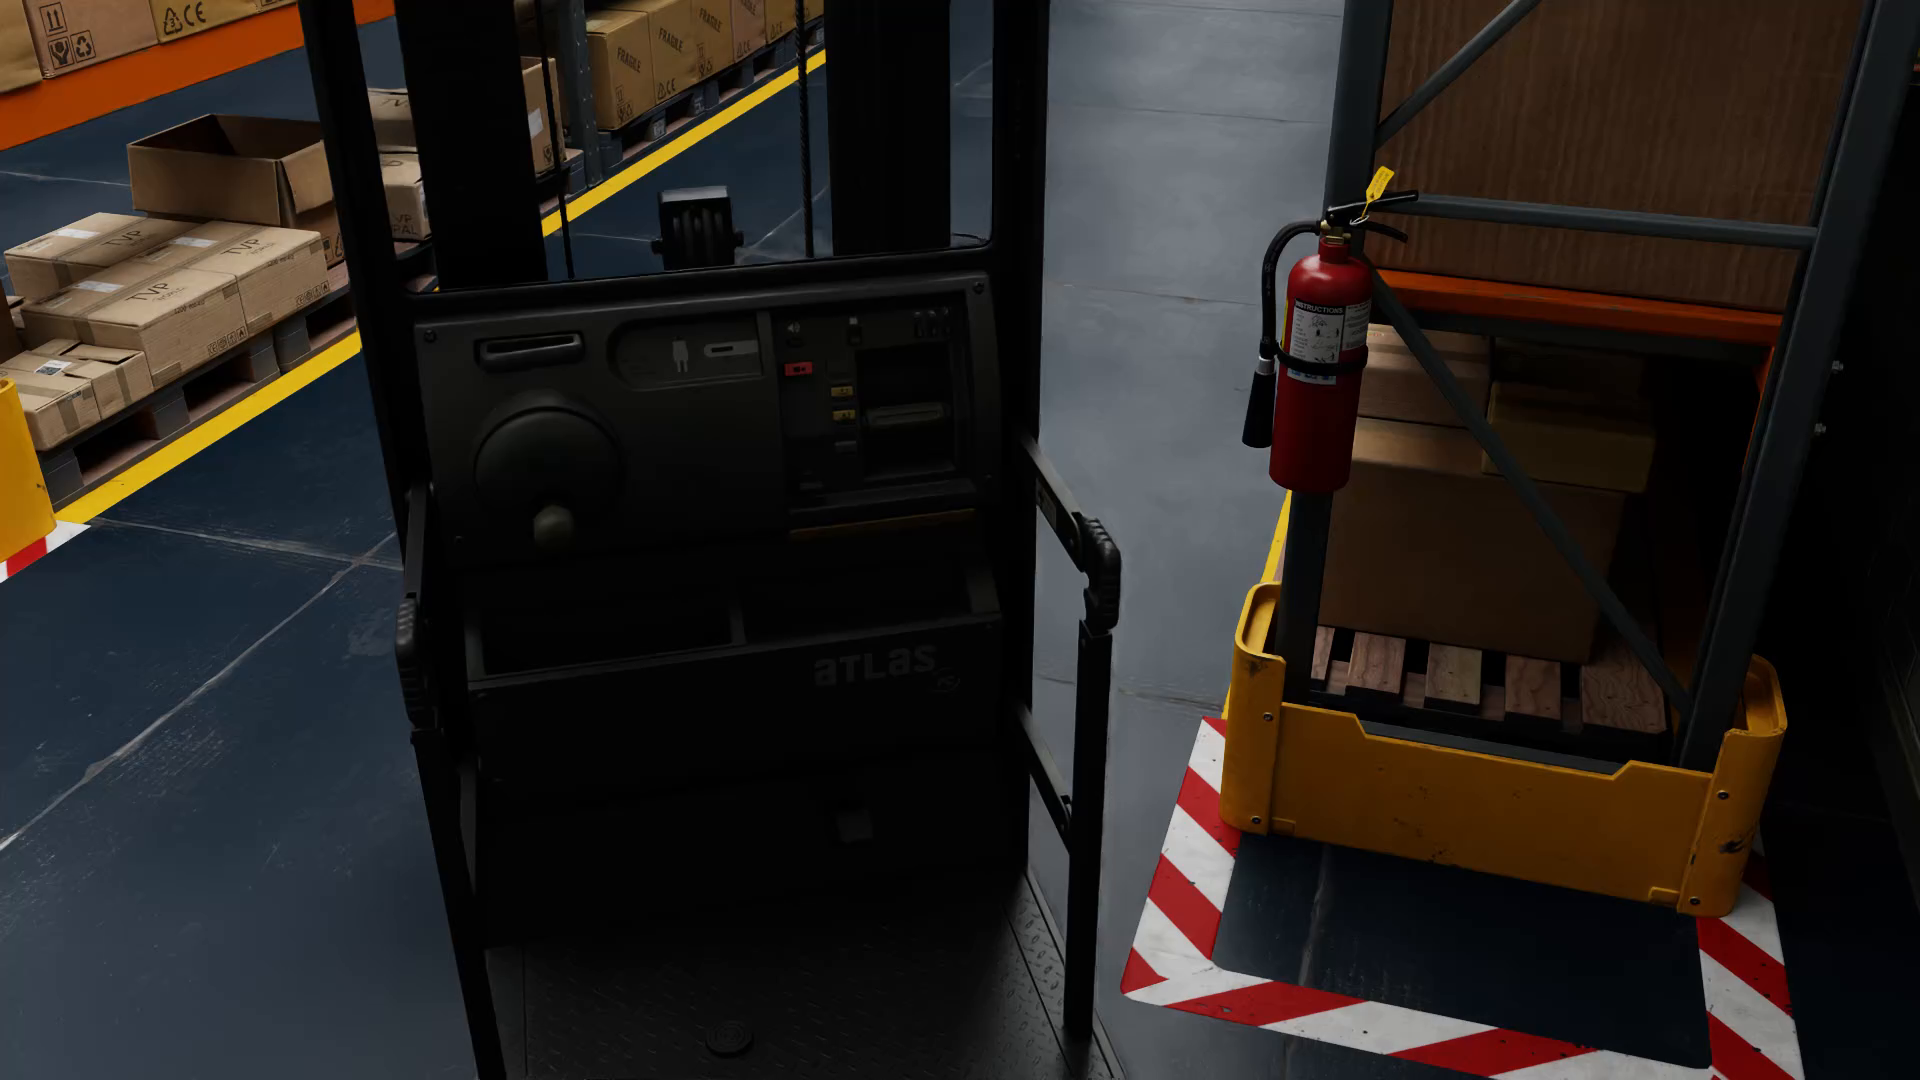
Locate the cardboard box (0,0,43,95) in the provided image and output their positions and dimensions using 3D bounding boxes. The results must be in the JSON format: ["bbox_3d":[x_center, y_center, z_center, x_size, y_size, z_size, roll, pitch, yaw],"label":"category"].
[{"bbox_3d":[-3.123,-1.547,4.842,0.500,0.500,0.500,9,30,16],"label":"cardboard box"}]

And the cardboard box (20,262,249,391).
[{"bbox_3d":[-2.928,-0.770,5.924,0.500,0.250,0.500,8,30,15],"label":"cardboard box"}]

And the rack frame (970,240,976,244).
[{"bbox_3d":[-0.052,-0.377,4.848,0.200,1.050,0.008,8,30,15],"label":"rack frame"}]

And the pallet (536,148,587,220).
[{"bbox_3d":[-2.534,-1.656,8.009,1.003,0.211,1.213,8,30,15],"label":"pallet"}]

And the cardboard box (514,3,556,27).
[{"bbox_3d":[-2.461,-2.563,8.891,0.500,0.500,0.500,8,30,15],"label":"cardboard box"}]

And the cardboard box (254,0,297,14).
[{"bbox_3d":[-2.679,-2.252,6.110,0.500,0.500,0.500,9,30,16],"label":"cardboard box"}]

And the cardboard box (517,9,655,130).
[{"bbox_3d":[-1.957,-2.483,8.747,0.500,0.500,0.500,7,30,13],"label":"cardboard box"}]

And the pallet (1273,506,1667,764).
[{"bbox_3d":[1.391,0.207,4.662,1.003,0.211,1.213,8,30,15],"label":"pallet"}]

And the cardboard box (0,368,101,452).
[{"bbox_3d":[-3.054,-0.426,5.411,0.380,0.149,0.250,8,30,15],"label":"cardboard box"}]

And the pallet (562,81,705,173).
[{"bbox_3d":[-2.129,-2.358,9.272,1.003,0.211,1.213,8,30,15],"label":"pallet"}]

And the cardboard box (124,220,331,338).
[{"bbox_3d":[-2.781,-1.002,6.342,0.500,0.250,0.500,8,30,15],"label":"cardboard box"}]

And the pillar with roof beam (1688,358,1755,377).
[{"bbox_3d":[-1.089,-5.275,5.476,9.100,9.000,0.400,8,30,15],"label":"pillar with roof beam"}]

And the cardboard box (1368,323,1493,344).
[{"bbox_3d":[1.279,-0.548,4.622,0.380,0.149,0.250,9,30,16],"label":"cardboard box"}]

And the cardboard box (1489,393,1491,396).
[{"bbox_3d":[1.488,-0.293,4.830,0.700,0.500,0.500,8,30,15],"label":"cardboard box"}]

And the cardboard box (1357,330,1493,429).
[{"bbox_3d":[1.204,-0.429,4.408,0.380,0.149,0.250,8,30,14],"label":"cardboard box"}]

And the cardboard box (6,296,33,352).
[{"bbox_3d":[-3.377,-0.752,5.978,0.380,0.166,0.250,8,30,15],"label":"cardboard box"}]

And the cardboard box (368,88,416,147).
[{"bbox_3d":[-2.662,-2.046,8.156,0.500,0.311,0.500,8,30,15],"label":"cardboard box"}]

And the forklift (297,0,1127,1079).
[{"bbox_3d":[-0.337,-0.165,2.531,1.130,2.935,3.031,-7,30,-12],"label":"forklift"}]

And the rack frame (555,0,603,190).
[{"bbox_3d":[-2.332,-3.193,7.905,1.000,3.000,0.127,8,30,15],"label":"rack frame"}]

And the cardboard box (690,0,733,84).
[{"bbox_3d":[-1.657,-2.964,9.611,0.500,0.500,0.500,9,30,15],"label":"cardboard box"}]

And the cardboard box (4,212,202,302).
[{"bbox_3d":[-3.274,-1.050,6.428,0.500,0.250,0.500,8,30,15],"label":"cardboard box"}]

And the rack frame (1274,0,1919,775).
[{"bbox_3d":[1.231,-0.629,3.296,1.000,3.000,0.127,8,30,15],"label":"rack frame"}]

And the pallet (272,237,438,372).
[{"bbox_3d":[-2.890,-1.087,6.987,1.003,0.211,1.213,8,30,15],"label":"pallet"}]

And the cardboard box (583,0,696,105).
[{"bbox_3d":[-1.811,-2.733,9.196,0.500,0.500,0.500,9,30,16],"label":"cardboard box"}]

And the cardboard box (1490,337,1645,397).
[{"bbox_3d":[1.643,-0.492,4.522,0.380,0.149,0.250,9,30,15],"label":"cardboard box"}]

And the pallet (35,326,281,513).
[{"bbox_3d":[-3.250,-0.522,5.971,1.003,0.211,1.213,8,30,15],"label":"pallet"}]

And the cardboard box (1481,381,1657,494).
[{"bbox_3d":[1.495,-0.257,4.098,0.380,0.149,0.250,9,30,15],"label":"cardboard box"}]

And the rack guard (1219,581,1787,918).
[{"bbox_3d":[1.224,0.474,3.883,1.175,0.500,0.348,8,30,15],"label":"rack guard"}]

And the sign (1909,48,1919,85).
[{"bbox_3d":[1.760,-0.960,2.919,0.100,0.325,0.005,8,30,15],"label":"sign"}]

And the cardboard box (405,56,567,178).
[{"bbox_3d":[-2.228,-1.988,7.857,0.500,0.500,0.500,8,30,15],"label":"cardboard box"}]

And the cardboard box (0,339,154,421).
[{"bbox_3d":[-2.981,-0.550,5.616,0.380,0.166,0.250,8,30,15],"label":"cardboard box"}]

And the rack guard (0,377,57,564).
[{"bbox_3d":[-3.483,-0.277,5.234,1.175,0.500,0.348,8,30,15],"label":"rack guard"}]

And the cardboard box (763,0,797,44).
[{"bbox_3d":[-1.360,-3.444,10.473,0.500,0.500,0.500,7,30,13],"label":"cardboard box"}]

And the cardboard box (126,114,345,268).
[{"bbox_3d":[-2.878,-1.421,6.834,0.797,0.503,0.637,8,30,15],"label":"cardboard box"}]

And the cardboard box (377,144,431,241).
[{"bbox_3d":[-2.448,-1.557,7.276,0.500,0.311,0.500,8,30,15],"label":"cardboard box"}]

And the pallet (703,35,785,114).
[{"bbox_3d":[-1.773,-2.927,10.294,1.003,0.211,1.213,8,30,15],"label":"pallet"}]

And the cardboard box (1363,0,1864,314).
[{"bbox_3d":[1.371,-0.999,3.651,0.980,0.700,0.700,10,31,17],"label":"cardboard box"}]

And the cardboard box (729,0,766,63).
[{"bbox_3d":[-1.508,-3.199,10.033,0.500,0.500,0.500,7,30,13],"label":"cardboard box"}]

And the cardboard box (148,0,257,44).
[{"bbox_3d":[-2.827,-2.020,5.693,0.500,0.500,0.500,8,30,15],"label":"cardboard box"}]

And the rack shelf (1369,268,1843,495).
[{"bbox_3d":[1.818,-1.244,5.141,1.077,0.370,4.000,8,30,15],"label":"rack shelf"}]

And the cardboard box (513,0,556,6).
[{"bbox_3d":[-2.308,-2.792,9.302,0.500,0.500,0.500,9,30,15],"label":"cardboard box"}]

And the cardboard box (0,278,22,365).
[{"bbox_3d":[-3.582,-0.722,5.581,0.500,0.500,0.500,8,30,15],"label":"cardboard box"}]

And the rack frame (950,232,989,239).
[{"bbox_3d":[0.020,-0.491,5.052,0.200,1.050,0.008,8,30,15],"label":"rack frame"}]

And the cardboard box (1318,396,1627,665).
[{"bbox_3d":[1.341,-0.060,4.412,0.700,0.500,0.500,8,30,15],"label":"cardboard box"}]

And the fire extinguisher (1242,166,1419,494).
[{"bbox_3d":[0.746,-0.428,3.398,0.296,0.674,0.183,8,30,15],"label":"fire extinguisher"}]

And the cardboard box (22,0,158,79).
[{"bbox_3d":[-2.977,-1.787,5.274,0.500,0.500,0.500,8,30,14],"label":"cardboard box"}]

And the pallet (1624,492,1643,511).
[{"bbox_3d":[1.751,-0.359,5.678,1.003,0.211,1.213,8,30,15],"label":"pallet"}]

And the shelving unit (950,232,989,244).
[{"bbox_3d":[-0.016,-0.434,4.950,0.215,1.050,0.252,8,30,15],"label":"shelving unit"}]

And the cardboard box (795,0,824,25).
[{"bbox_3d":[-1.208,-3.684,10.906,0.500,0.500,0.500,10,31,17],"label":"cardboard box"}]

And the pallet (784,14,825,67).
[{"bbox_3d":[-1.413,-3.492,11.310,1.003,0.211,1.213,8,30,15],"label":"pallet"}]
